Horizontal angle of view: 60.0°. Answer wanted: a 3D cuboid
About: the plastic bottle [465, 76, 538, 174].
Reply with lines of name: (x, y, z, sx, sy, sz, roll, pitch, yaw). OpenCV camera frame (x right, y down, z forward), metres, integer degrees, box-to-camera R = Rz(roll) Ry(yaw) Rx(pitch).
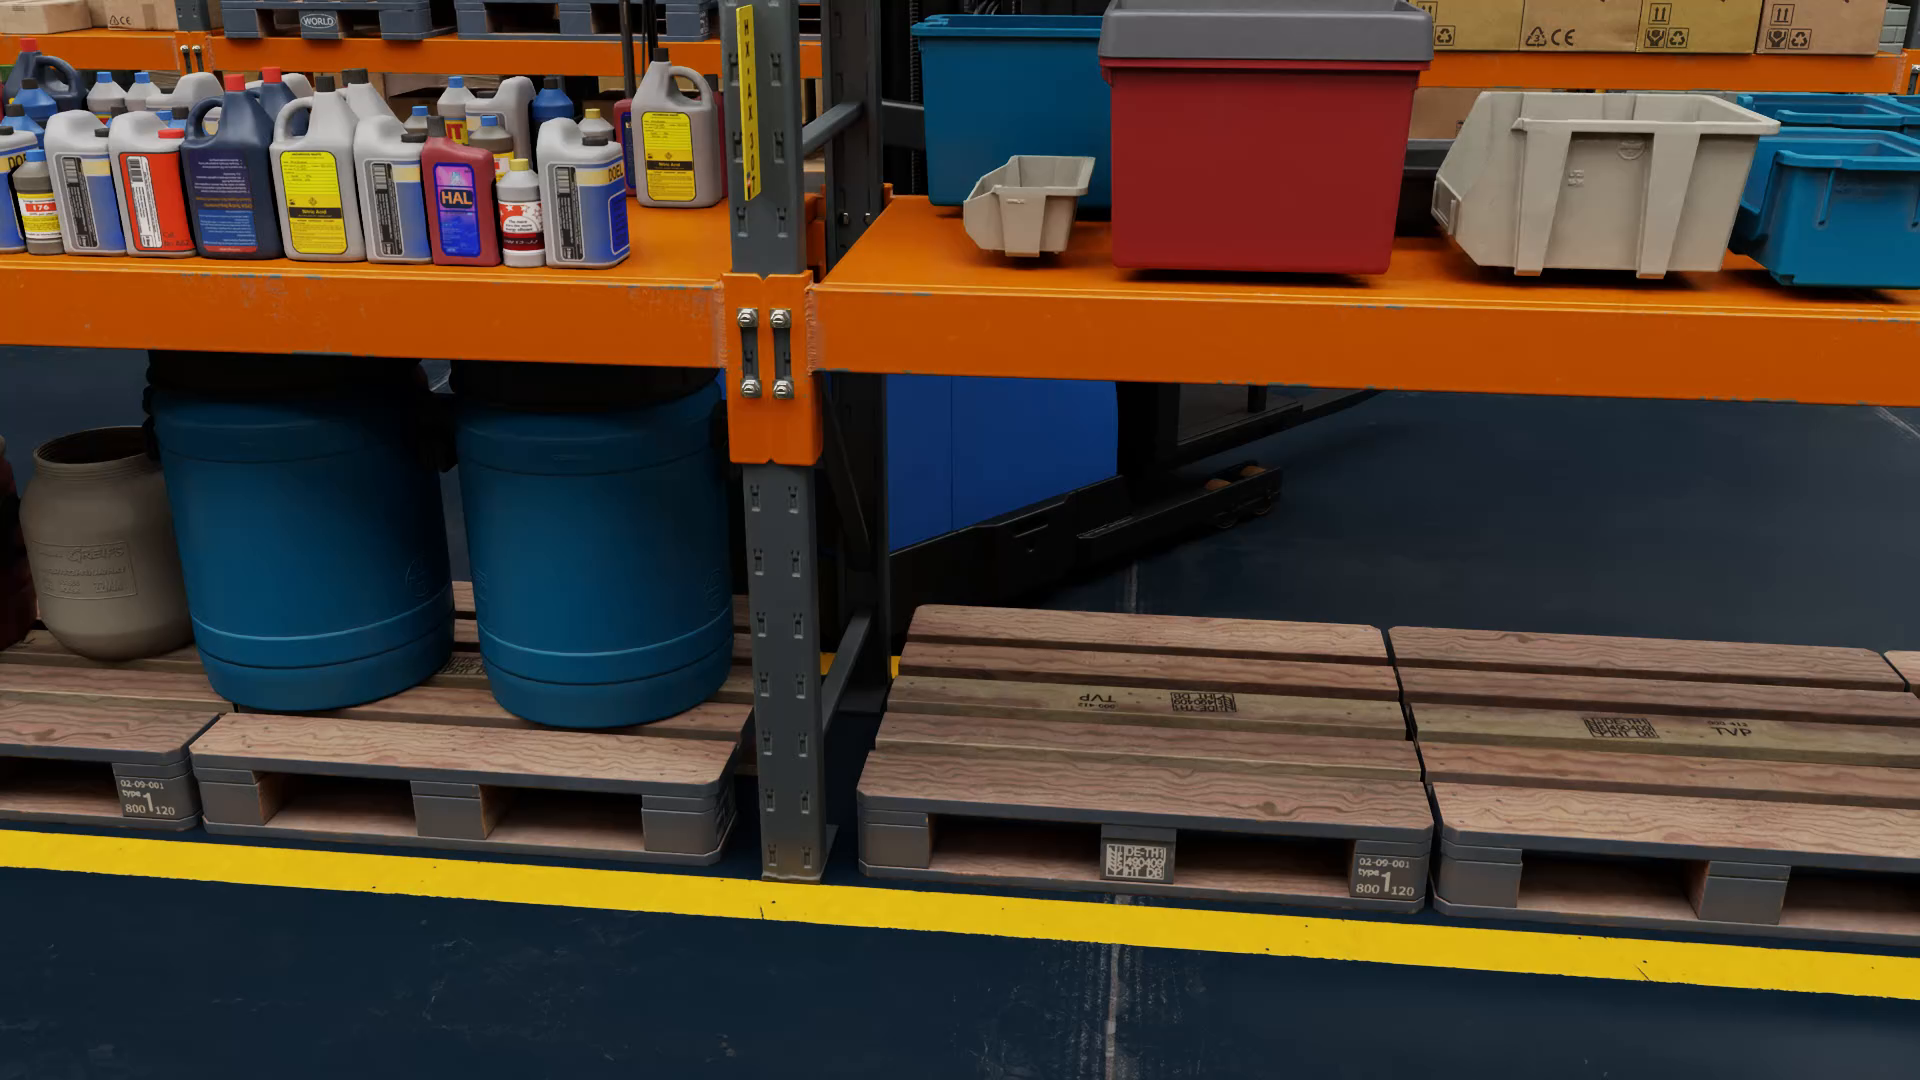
plastic bottle: (-1.083, -0.957, 3.948, 0.135, 0.276, 0.152, 2, 22, 6)

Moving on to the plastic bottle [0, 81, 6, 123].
plastic bottle: (-2.381, -1.011, 4.076, 0.133, 0.283, 0.061, 2, 22, 6)

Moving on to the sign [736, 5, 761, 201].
sign: (-0.371, -0.767, 2.924, 0.005, 0.325, 0.100, 2, 22, 6)

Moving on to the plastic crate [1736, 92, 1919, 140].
plastic crate: (1.856, -0.817, 3.573, 0.300, 0.233, 0.416, 2, 22, 6)

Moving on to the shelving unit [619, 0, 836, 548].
shelving unit: (-0.552, -0.715, 4.330, 0.503, 2.100, 0.431, 0, 22, -1)

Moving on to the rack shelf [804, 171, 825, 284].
rack shelf: (-0.552, -0.703, 4.335, 0.480, 0.518, 0.431, 0, 22, -1)

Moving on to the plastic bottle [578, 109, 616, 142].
plastic bottle: (-0.868, -0.923, 3.964, 0.097, 0.201, 0.097, 0, 22, 0)

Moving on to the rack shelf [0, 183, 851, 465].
rack shelf: (-2.291, -0.591, 3.834, 4.000, 0.370, 1.077, 2, 22, 6)

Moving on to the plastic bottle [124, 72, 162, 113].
plastic bottle: (-1.981, -1.004, 4.074, 0.097, 0.271, 0.097, 0, 22, 0)

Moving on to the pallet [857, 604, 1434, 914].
pallet: (0.430, 0.475, 3.951, 1.213, 0.211, 1.003, 2, 22, 6)

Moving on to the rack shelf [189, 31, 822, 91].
rack shelf: (-1.704, -2.400, 8.408, 4.000, 0.370, 1.077, 2, 22, 6)

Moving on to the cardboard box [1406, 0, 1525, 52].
cardboard box: (2.267, -2.508, 7.567, 0.500, 0.500, 0.500, 2, 22, 6)

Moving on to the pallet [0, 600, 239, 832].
pallet: (-2.281, 0.357, 4.250, 1.213, 0.211, 1.003, 2, 22, 6)

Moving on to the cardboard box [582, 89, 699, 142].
cardboard box: (-1.661, -2.213, 8.740, 0.500, 0.250, 0.500, 2, 22, 5)

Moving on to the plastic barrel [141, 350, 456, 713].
plastic barrel: (-1.546, -0.119, 3.944, 0.708, 0.901, 0.600, 2, 22, 6)

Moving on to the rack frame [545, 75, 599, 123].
rack frame: (-3.111, -4.629, 13.070, 0.127, 3.000, 1.000, 2, 22, 6)

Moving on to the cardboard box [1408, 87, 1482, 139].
cardboard box: (3.630, -3.332, 12.616, 0.500, 0.500, 0.700, 2, 22, 6)

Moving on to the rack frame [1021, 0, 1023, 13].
rack frame: (0.282, -2.648, 8.057, 0.127, 3.000, 1.000, 2, 22, 6)

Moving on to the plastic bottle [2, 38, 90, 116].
plastic bottle: (-2.221, -1.042, 4.064, 0.185, 0.351, 0.144, 2, 22, 6)

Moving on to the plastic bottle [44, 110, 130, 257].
plastic bottle: (-1.731, -0.724, 3.360, 0.135, 0.276, 0.152, 2, 22, 6)

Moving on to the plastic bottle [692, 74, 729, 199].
plastic bottle: (-0.618, -0.957, 3.938, 0.133, 0.283, 0.061, 2, 22, 6)

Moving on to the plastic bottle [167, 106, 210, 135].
plastic bottle: (-1.601, -0.762, 3.464, 0.097, 0.271, 0.097, 0, 22, 0)

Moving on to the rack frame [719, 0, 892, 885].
rack frame: (-0.305, -0.839, 3.483, 0.127, 3.000, 1.000, 2, 22, 6)

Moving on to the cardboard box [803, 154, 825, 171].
cardboard box: (-0.732, -1.631, 8.287, 0.500, 0.500, 0.500, 3, 22, 6)

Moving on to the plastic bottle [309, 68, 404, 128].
plastic bottle: (-1.239, -0.789, 3.424, 0.185, 0.351, 0.144, 2, 22, 6)

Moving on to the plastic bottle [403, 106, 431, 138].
plastic bottle: (-1.291, -0.941, 4.011, 0.097, 0.201, 0.097, 0, 22, 0)

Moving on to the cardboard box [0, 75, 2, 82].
cardboard box: (-8.118, -3.875, 13.963, 0.500, 0.500, 0.500, 1, 22, 2)

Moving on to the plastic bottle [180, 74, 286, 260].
plastic bottle: (-1.439, -0.745, 3.311, 0.185, 0.351, 0.144, 2, 22, 6)

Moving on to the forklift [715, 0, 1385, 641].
forklift: (0.457, -1.522, 5.303, 3.031, 2.935, 1.130, -19, 29, -40)

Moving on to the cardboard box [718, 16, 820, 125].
cardboard box: (-1.527, -3.705, 13.084, 0.750, 0.750, 0.750, 2, 22, 6)

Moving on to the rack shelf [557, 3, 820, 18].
rack shelf: (-1.125, -4.208, 12.983, 4.000, 0.370, 1.077, 2, 22, 6)

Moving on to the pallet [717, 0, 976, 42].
pallet: (-0.499, -2.633, 8.280, 1.213, 0.211, 1.003, 2, 22, 6)

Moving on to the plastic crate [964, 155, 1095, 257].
plastic crate: (0.141, -0.672, 3.337, 0.243, 0.136, 0.396, 2, 22, 6)

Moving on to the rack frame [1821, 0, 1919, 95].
rack frame: (4.254, -2.475, 7.619, 0.127, 3.000, 1.000, 2, 22, 6)

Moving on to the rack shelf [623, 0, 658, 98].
rack shelf: (-0.551, -1.354, 4.077, 0.480, 0.518, 0.431, 0, 22, -1)

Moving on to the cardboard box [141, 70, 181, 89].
cardboard box: (-6.350, -3.819, 13.821, 0.500, 0.500, 0.700, 3, 22, 8)

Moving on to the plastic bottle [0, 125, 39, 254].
plastic bottle: (-1.962, -0.734, 3.386, 0.135, 0.276, 0.152, 2, 22, 6)

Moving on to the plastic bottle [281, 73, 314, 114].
plastic bottle: (-1.639, -0.981, 4.010, 0.135, 0.276, 0.152, 2, 22, 6)

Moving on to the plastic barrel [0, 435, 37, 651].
plastic barrel: (-2.667, -0.022, 4.125, 0.708, 0.588, 0.600, 2, 22, 6)

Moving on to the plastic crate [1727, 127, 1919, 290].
plastic crate: (1.598, -0.612, 3.053, 0.300, 0.233, 0.416, 2, 22, 6)

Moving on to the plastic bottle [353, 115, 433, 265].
plastic bottle: (-1.097, -0.696, 3.290, 0.135, 0.276, 0.152, 2, 22, 6)

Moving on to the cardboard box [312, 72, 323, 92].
cardboard box: (-5.329, -3.778, 13.718, 0.500, 0.500, 0.700, 3, 22, 7)

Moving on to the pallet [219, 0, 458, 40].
pallet: (-3.009, -2.728, 8.521, 1.003, 0.211, 1.213, 2, 22, 6)

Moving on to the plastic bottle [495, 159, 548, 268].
plastic bottle: (-0.852, -0.641, 3.251, 0.097, 0.201, 0.097, 0, 22, 0)

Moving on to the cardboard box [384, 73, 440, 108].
cardboard box: (-4.330, -3.748, 13.643, 0.500, 0.500, 0.700, 2, 22, 6)

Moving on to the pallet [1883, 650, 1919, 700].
pallet: (2.853, 0.581, 3.684, 1.213, 0.211, 1.003, 2, 22, 6)

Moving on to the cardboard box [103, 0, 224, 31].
cardboard box: (-4.046, -2.811, 8.591, 0.500, 0.311, 0.500, 4, 22, 10)

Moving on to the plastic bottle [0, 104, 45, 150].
plastic bottle: (-1.965, -0.778, 3.504, 0.097, 0.271, 0.097, 0, 22, 0)

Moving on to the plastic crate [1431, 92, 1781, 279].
plastic crate: (1.190, -0.679, 3.156, 0.530, 0.282, 0.437, 2, 22, 6)

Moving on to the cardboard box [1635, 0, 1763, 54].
cardboard box: (3.262, -2.462, 7.452, 0.500, 0.500, 0.500, 3, 22, 7)

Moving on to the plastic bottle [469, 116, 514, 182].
plastic bottle: (-1.079, -0.876, 3.845, 0.097, 0.201, 0.097, 0, 22, 0)

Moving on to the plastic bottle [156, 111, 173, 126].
plastic bottle: (-1.865, -0.910, 3.931, 0.097, 0.201, 0.097, 0, 22, 0)

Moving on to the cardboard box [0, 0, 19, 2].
cardboard box: (-4.963, -2.738, 8.628, 0.250, 0.149, 0.380, 4, 22, 10)
